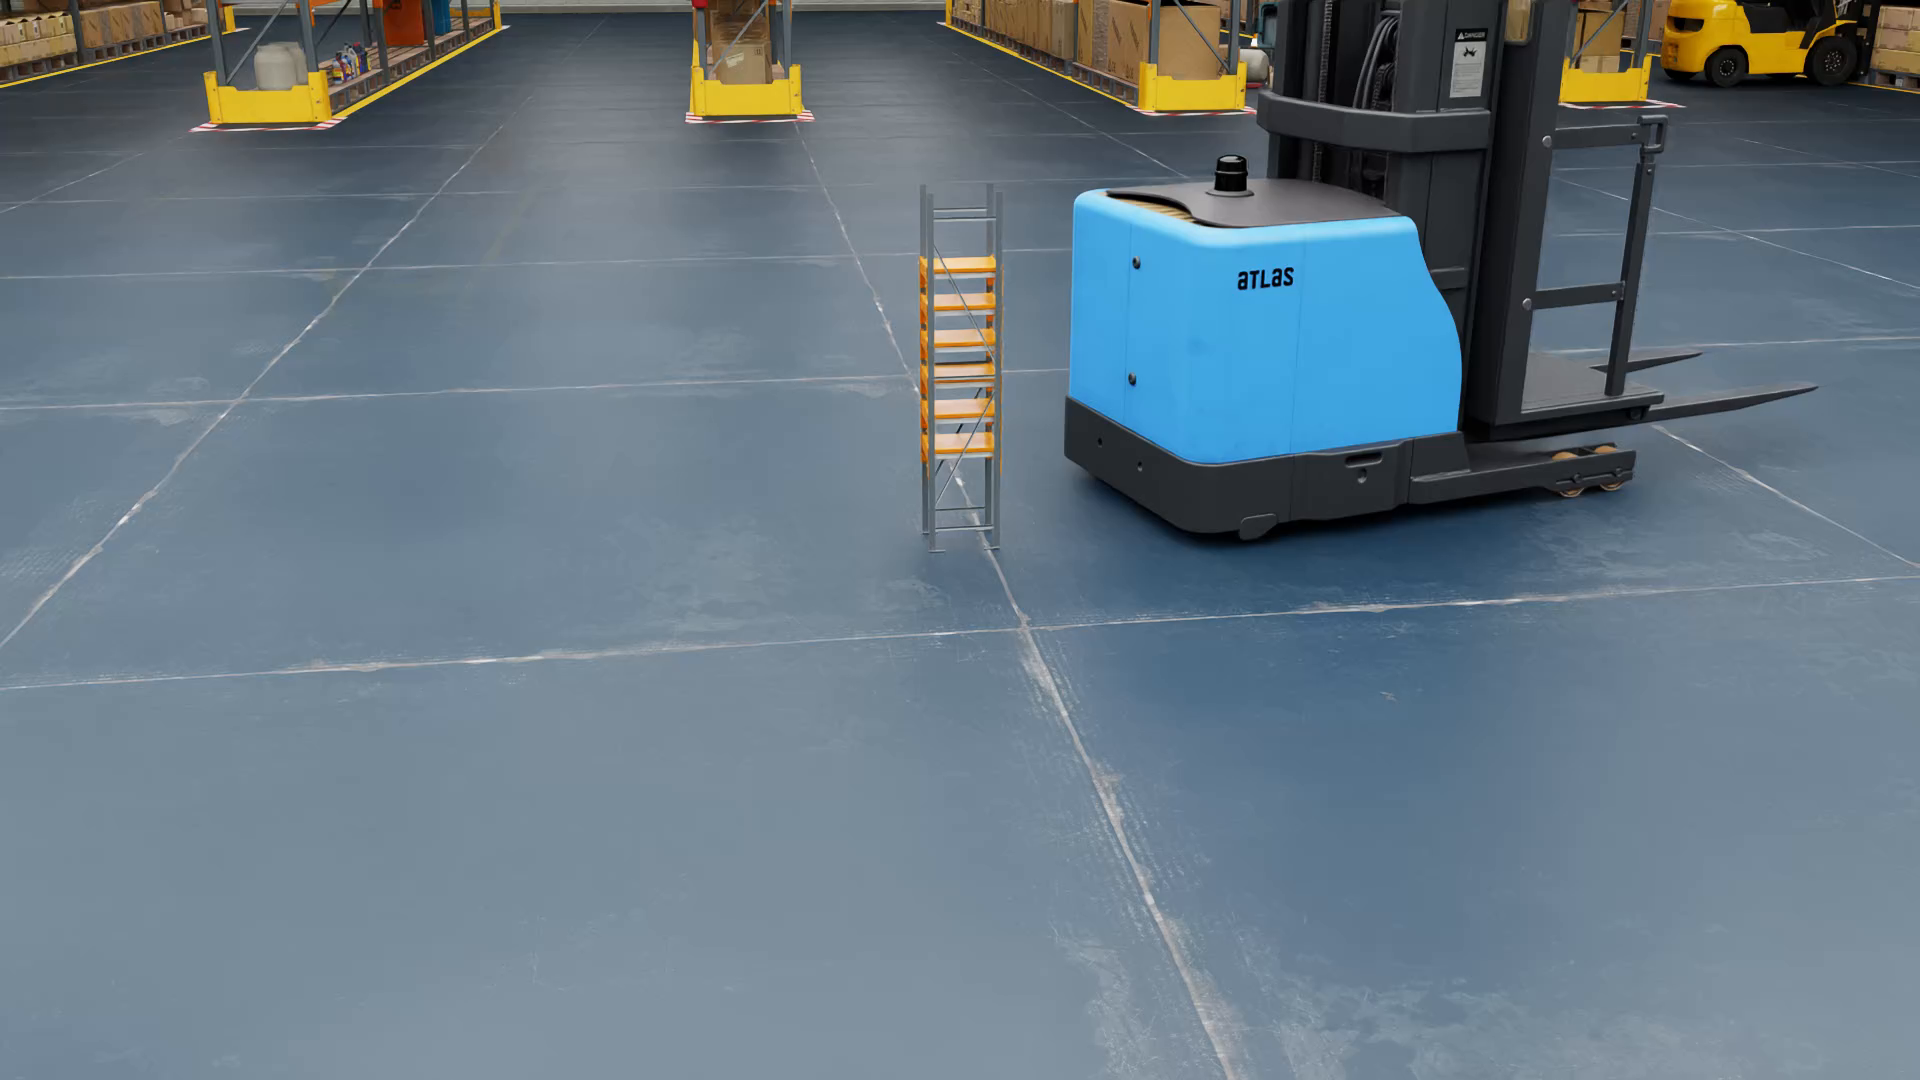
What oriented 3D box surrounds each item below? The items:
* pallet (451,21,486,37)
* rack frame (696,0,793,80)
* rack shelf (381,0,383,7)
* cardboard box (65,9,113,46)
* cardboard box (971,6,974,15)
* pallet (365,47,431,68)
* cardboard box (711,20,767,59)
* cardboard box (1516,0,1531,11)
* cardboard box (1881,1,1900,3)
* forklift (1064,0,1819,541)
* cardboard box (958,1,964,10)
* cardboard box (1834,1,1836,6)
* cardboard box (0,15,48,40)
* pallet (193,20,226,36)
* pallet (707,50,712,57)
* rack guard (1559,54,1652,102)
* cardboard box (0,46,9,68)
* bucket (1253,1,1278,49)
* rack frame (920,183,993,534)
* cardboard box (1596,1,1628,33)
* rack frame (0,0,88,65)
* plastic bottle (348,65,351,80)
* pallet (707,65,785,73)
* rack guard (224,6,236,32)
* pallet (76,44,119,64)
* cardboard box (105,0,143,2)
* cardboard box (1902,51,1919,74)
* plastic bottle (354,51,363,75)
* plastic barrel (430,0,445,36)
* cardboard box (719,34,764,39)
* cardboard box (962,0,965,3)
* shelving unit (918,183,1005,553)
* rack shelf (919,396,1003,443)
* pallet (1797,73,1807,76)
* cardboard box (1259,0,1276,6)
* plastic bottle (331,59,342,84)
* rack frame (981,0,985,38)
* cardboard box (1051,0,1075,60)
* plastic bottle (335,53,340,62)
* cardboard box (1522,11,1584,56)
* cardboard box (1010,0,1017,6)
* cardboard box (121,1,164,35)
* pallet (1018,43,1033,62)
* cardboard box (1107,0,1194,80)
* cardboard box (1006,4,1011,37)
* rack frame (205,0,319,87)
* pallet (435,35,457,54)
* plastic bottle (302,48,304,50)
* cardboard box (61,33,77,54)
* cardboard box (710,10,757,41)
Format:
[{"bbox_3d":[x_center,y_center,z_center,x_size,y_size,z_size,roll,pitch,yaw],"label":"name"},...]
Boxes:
[{"bbox_3d":[-9.273,-9.341,30.425,1.003,0.211,1.213,-3,21,-8],"label":"pallet"},{"bbox_3d":[-2.318,-6.067,17.672,1.000,3.000,0.127,-3,21,-8],"label":"rack frame"},{"bbox_3d":[-8.084,-7.557,22.691,1.077,0.370,4.000,-3,21,-8],"label":"rack shelf"},{"bbox_3d":[-13.139,-7.726,25.059,0.500,0.500,0.500,-4,21,-10],"label":"cardboard box"},{"bbox_3d":[0.407,-9.715,30.490,0.380,0.149,0.250,-4,21,-10],"label":"cardboard box"},{"bbox_3d":[-8.299,-7.010,24.184,1.003,0.211,1.213,-3,21,-8],"label":"pallet"},{"bbox_3d":[-2.962,-6.700,22.313,0.700,0.500,0.500,-5,21,-12],"label":"cardboard box"},{"bbox_3d":[6.995,-6.518,20.212,0.380,0.149,0.250,-2,21,-6],"label":"cardboard box"},{"bbox_3d":[12.233,-7.069,22.256,0.500,0.250,0.500,-3,21,-7],"label":"cardboard box"},{"bbox_3d":[1.965,-1.690,6.052,3.031,2.935,1.130,-8,22,-21],"label":"forklift"},{"bbox_3d":[0.156,-10.356,32.204,0.380,0.149,0.250,-2,21,-6],"label":"cardboard box"},{"bbox_3d":[11.729,-7.048,22.199,0.500,0.250,0.500,-2,21,-6],"label":"cardboard box"},{"bbox_3d":[-12.804,-6.986,22.662,0.500,0.311,0.500,-3,21,-8],"label":"cardboard box"},{"bbox_3d":[-14.301,-9.499,30.849,1.003,0.211,1.213,-3,21,-8],"label":"pallet"},{"bbox_3d":[-3.188,-6.838,23.723,1.003,0.211,1.213,-3,21,-8],"label":"pallet"},{"bbox_3d":[7.477,-5.422,19.518,1.175,0.500,0.348,-3,21,-8],"label":"rack guard"},{"bbox_3d":[-12.584,-6.191,21.335,0.500,0.250,0.500,-2,21,-6],"label":"cardboard box"},{"bbox_3d":[4.329,-6.915,22.448,0.726,0.611,0.620,4,11,11],"label":"bucket"},{"bbox_3d":[-0.011,-0.589,5.578,0.240,1.200,0.006,-3,21,-8],"label":"rack frame"},{"bbox_3d":[10.973,-8.749,27.827,0.500,0.500,0.500,-2,21,-6],"label":"cardboard box"},{"bbox_3d":[-13.275,-8.338,23.754,1.000,3.000,0.127,-3,21,-8],"label":"rack frame"},{"bbox_3d":[-7.251,-5.543,19.641,0.097,0.201,0.097,0,20,0],"label":"plastic bottle"},{"bbox_3d":[-2.763,-5.915,21.250,1.003,0.211,1.213,-3,21,-8],"label":"pallet"},{"bbox_3d":[-14.417,-9.911,31.537,1.175,0.500,0.348,-3,21,-8],"label":"rack guard"},{"bbox_3d":[-13.345,-7.292,24.939,1.003,0.211,1.213,-3,21,-8],"label":"pallet"},{"bbox_3d":[-14.214,-8.941,28.312,0.500,0.500,0.500,-3,21,-8],"label":"cardboard box"},{"bbox_3d":[12.019,-5.874,20.485,0.500,0.250,0.500,-3,21,-7],"label":"cardboard box"},{"bbox_3d":[-7.326,-5.806,20.228,0.061,0.283,0.133,-2,21,-4],"label":"plastic bottle"},{"bbox_3d":[-8.786,-8.751,27.258,0.600,0.901,0.708,-3,21,-8],"label":"plastic barrel"},{"bbox_3d":[-2.583,-5.732,19.750,0.500,0.500,0.500,-1,21,-3],"label":"cardboard box"},{"bbox_3d":[0.247,-10.308,31.653,0.380,0.149,0.250,-3,21,-7],"label":"cardboard box"},{"bbox_3d":[0.002,-0.557,5.493,0.258,1.200,0.189,-3,21,-8],"label":"shelving unit"},{"bbox_3d":[0.002,-0.403,5.550,0.258,0.103,0.180,-3,21,-8],"label":"rack shelf"},{"bbox_3d":[11.896,-6.619,23.137,1.003,0.211,1.213,-3,21,-8],"label":"pallet"},{"bbox_3d":[5.927,-9.712,29.869,0.875,0.875,0.875,-2,21,-6],"label":"cardboard box"},{"bbox_3d":[-7.172,-5.388,19.127,0.097,0.271,0.097,0,20,0],"label":"plastic bottle"},{"bbox_3d":[0.875,-10.437,29.372,1.000,3.000,0.127,-3,21,-8],"label":"rack frame"},{"bbox_3d":[1.849,-7.020,22.840,1.050,0.750,0.750,-3,21,-8],"label":"cardboard box"},{"bbox_3d":[-7.430,-5.687,19.908,0.061,0.283,0.133,-3,21,-8],"label":"plastic bottle"},{"bbox_3d":[7.115,-6.091,19.994,0.500,0.500,0.500,-3,21,-7],"label":"cardboard box"},{"bbox_3d":[1.093,-8.652,26.496,0.500,0.250,0.500,-3,21,-9],"label":"cardboard box"},{"bbox_3d":[-13.497,-8.602,27.404,0.500,0.500,0.500,-3,21,-8],"label":"cardboard box"},{"bbox_3d":[1.490,-7.469,25.411,1.003,0.211,1.213,-3,21,-8],"label":"pallet"},{"bbox_3d":[2.312,-6.019,19.982,0.875,0.875,0.875,-3,21,-9],"label":"cardboard box"},{"bbox_3d":[1.027,-8.472,27.085,0.500,0.500,0.500,-2,21,-6],"label":"cardboard box"},{"bbox_3d":[-7.220,-5.817,17.003,1.000,3.000,0.127,-3,21,-8],"label":"rack frame"},{"bbox_3d":[-8.700,-7.973,26.761,1.003,0.211,1.213,-3,21,-8],"label":"pallet"},{"bbox_3d":[-8.184,-5.997,20.757,0.097,0.271,0.097,0,20,0],"label":"plastic bottle"},{"bbox_3d":[-12.958,-7.077,23.707,0.500,0.250,0.500,-2,21,-6],"label":"cardboard box"},{"bbox_3d":[-3.355,-7.641,24.830,0.700,0.500,0.500,-4,21,-11],"label":"cardboard box"}]
